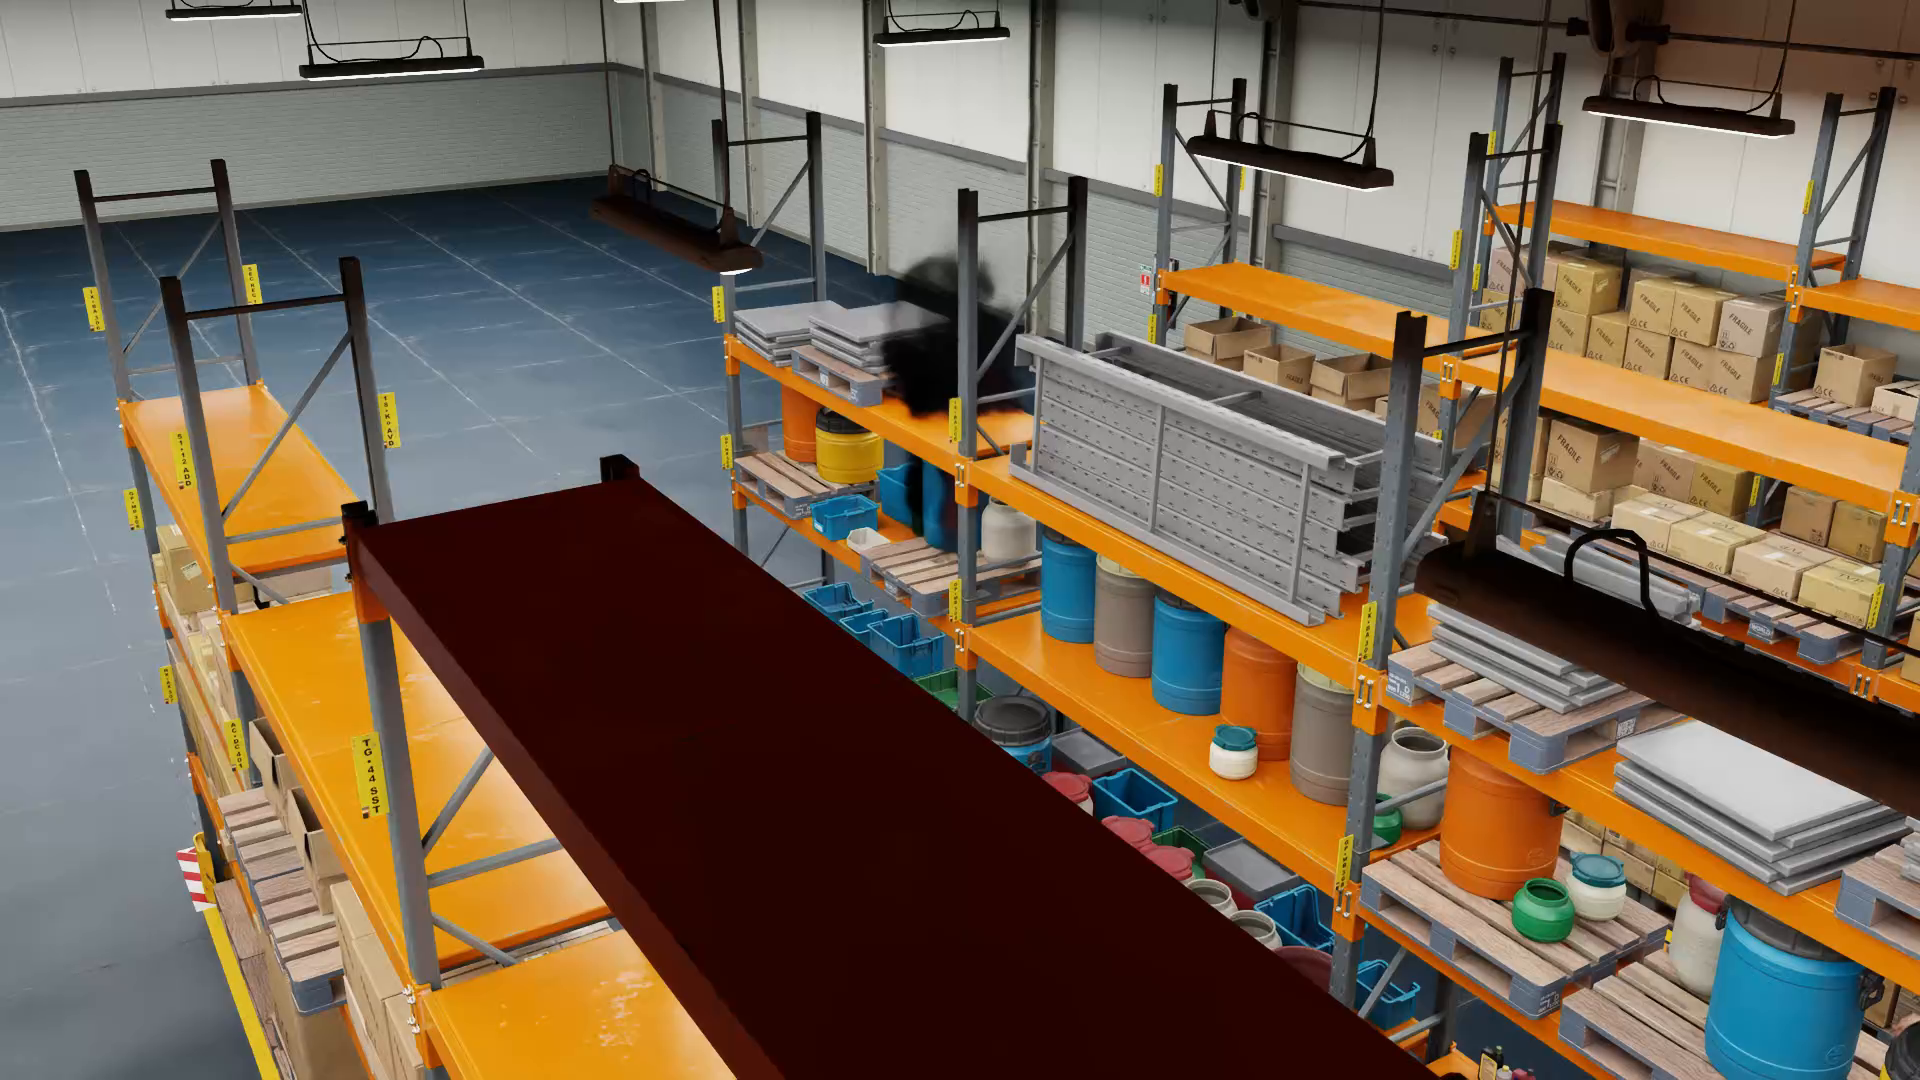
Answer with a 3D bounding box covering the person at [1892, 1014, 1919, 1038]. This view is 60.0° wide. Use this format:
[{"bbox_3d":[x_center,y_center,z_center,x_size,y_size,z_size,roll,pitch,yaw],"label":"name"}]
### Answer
[{"bbox_3d":[5.583,3.600,9.988,1.050,1.782,0.711,20,29,41],"label":"person"}]
